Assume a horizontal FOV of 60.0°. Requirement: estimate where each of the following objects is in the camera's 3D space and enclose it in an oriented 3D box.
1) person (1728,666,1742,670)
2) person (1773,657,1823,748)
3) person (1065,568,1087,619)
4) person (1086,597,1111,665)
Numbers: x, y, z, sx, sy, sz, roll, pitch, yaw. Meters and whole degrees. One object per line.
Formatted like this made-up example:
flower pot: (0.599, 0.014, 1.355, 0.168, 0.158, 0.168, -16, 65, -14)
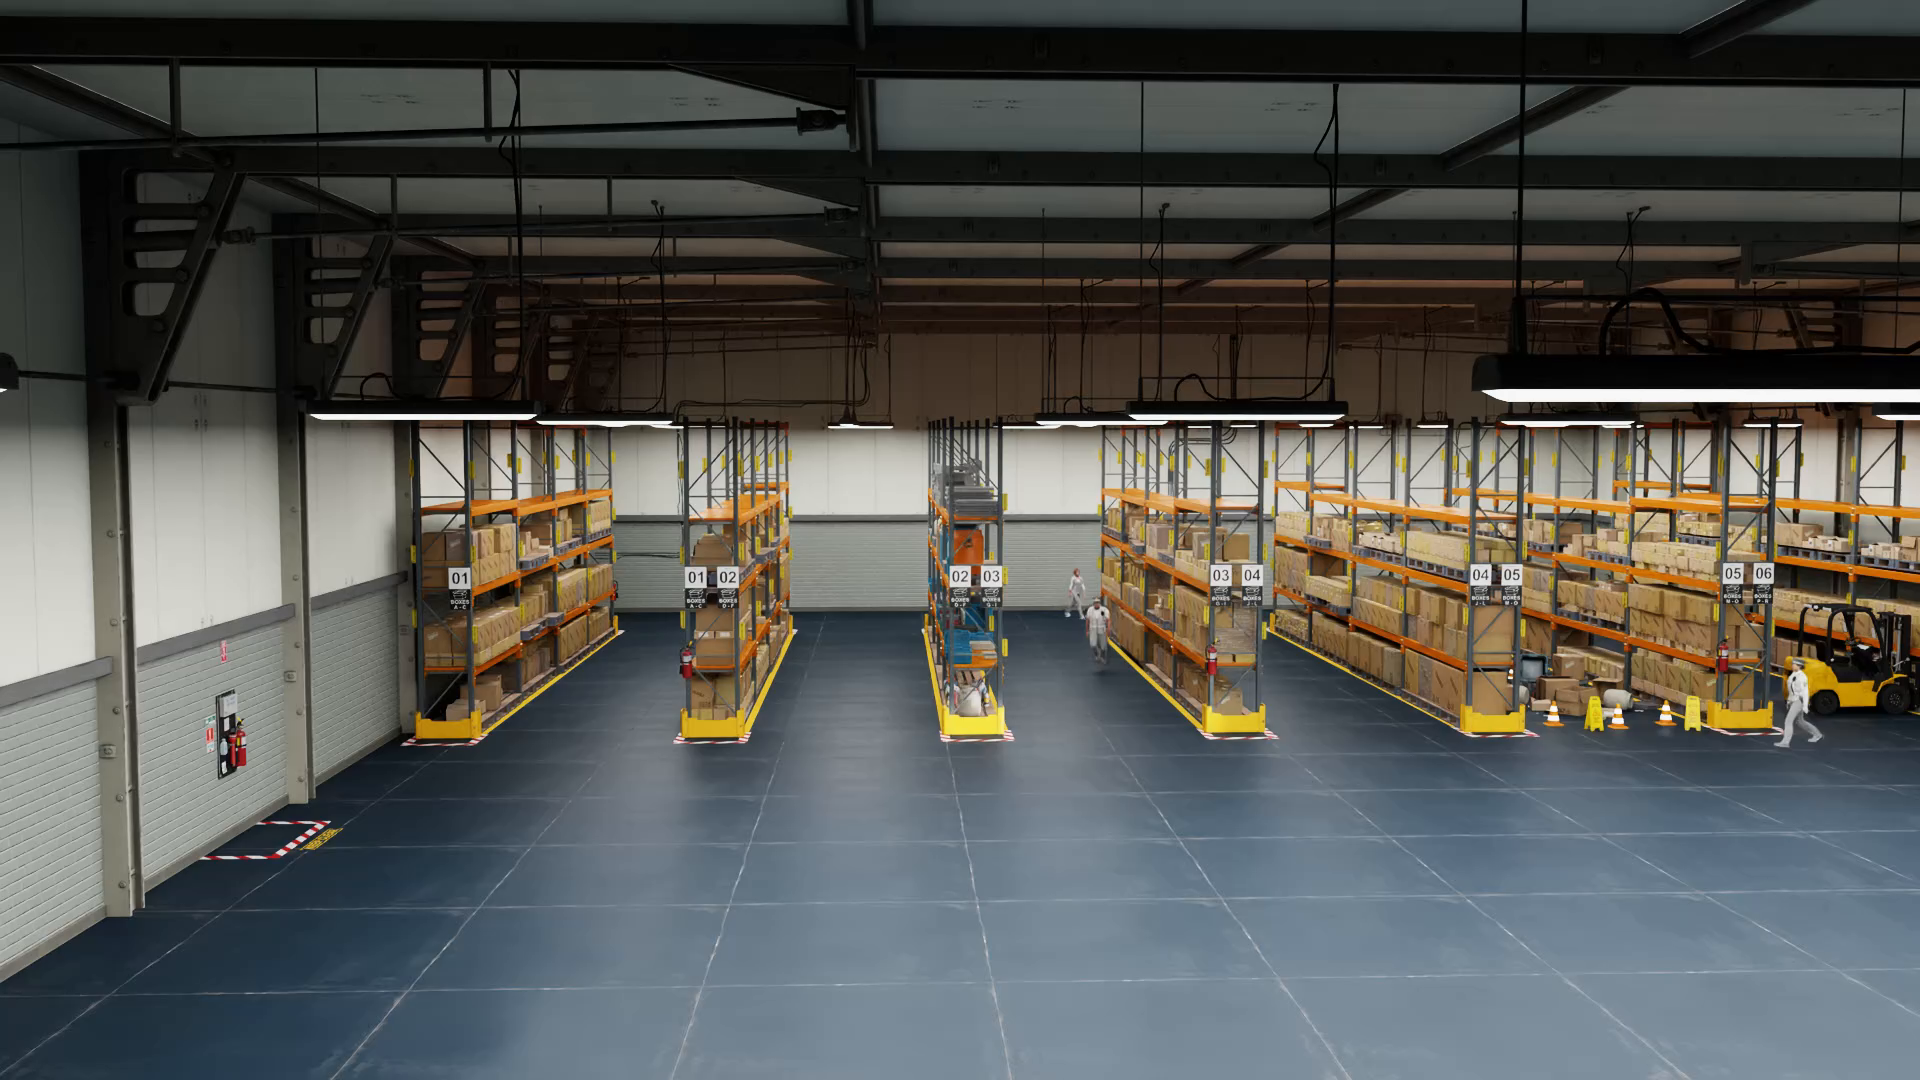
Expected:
person: (16.762, 2.538, 36.081, 0.629, 1.676, 0.789, 0, 4, -1)
person: (15.195, 2.926, 30.072, 0.970, 1.641, 0.486, 0, 4, -1)
person: (3.571, 1.628, 50.762, 0.398, 1.532, 1.014, -4, 5, -44)
person: (3.312, 2.171, 39.721, 0.598, 1.690, 0.741, 1, 4, 10)
